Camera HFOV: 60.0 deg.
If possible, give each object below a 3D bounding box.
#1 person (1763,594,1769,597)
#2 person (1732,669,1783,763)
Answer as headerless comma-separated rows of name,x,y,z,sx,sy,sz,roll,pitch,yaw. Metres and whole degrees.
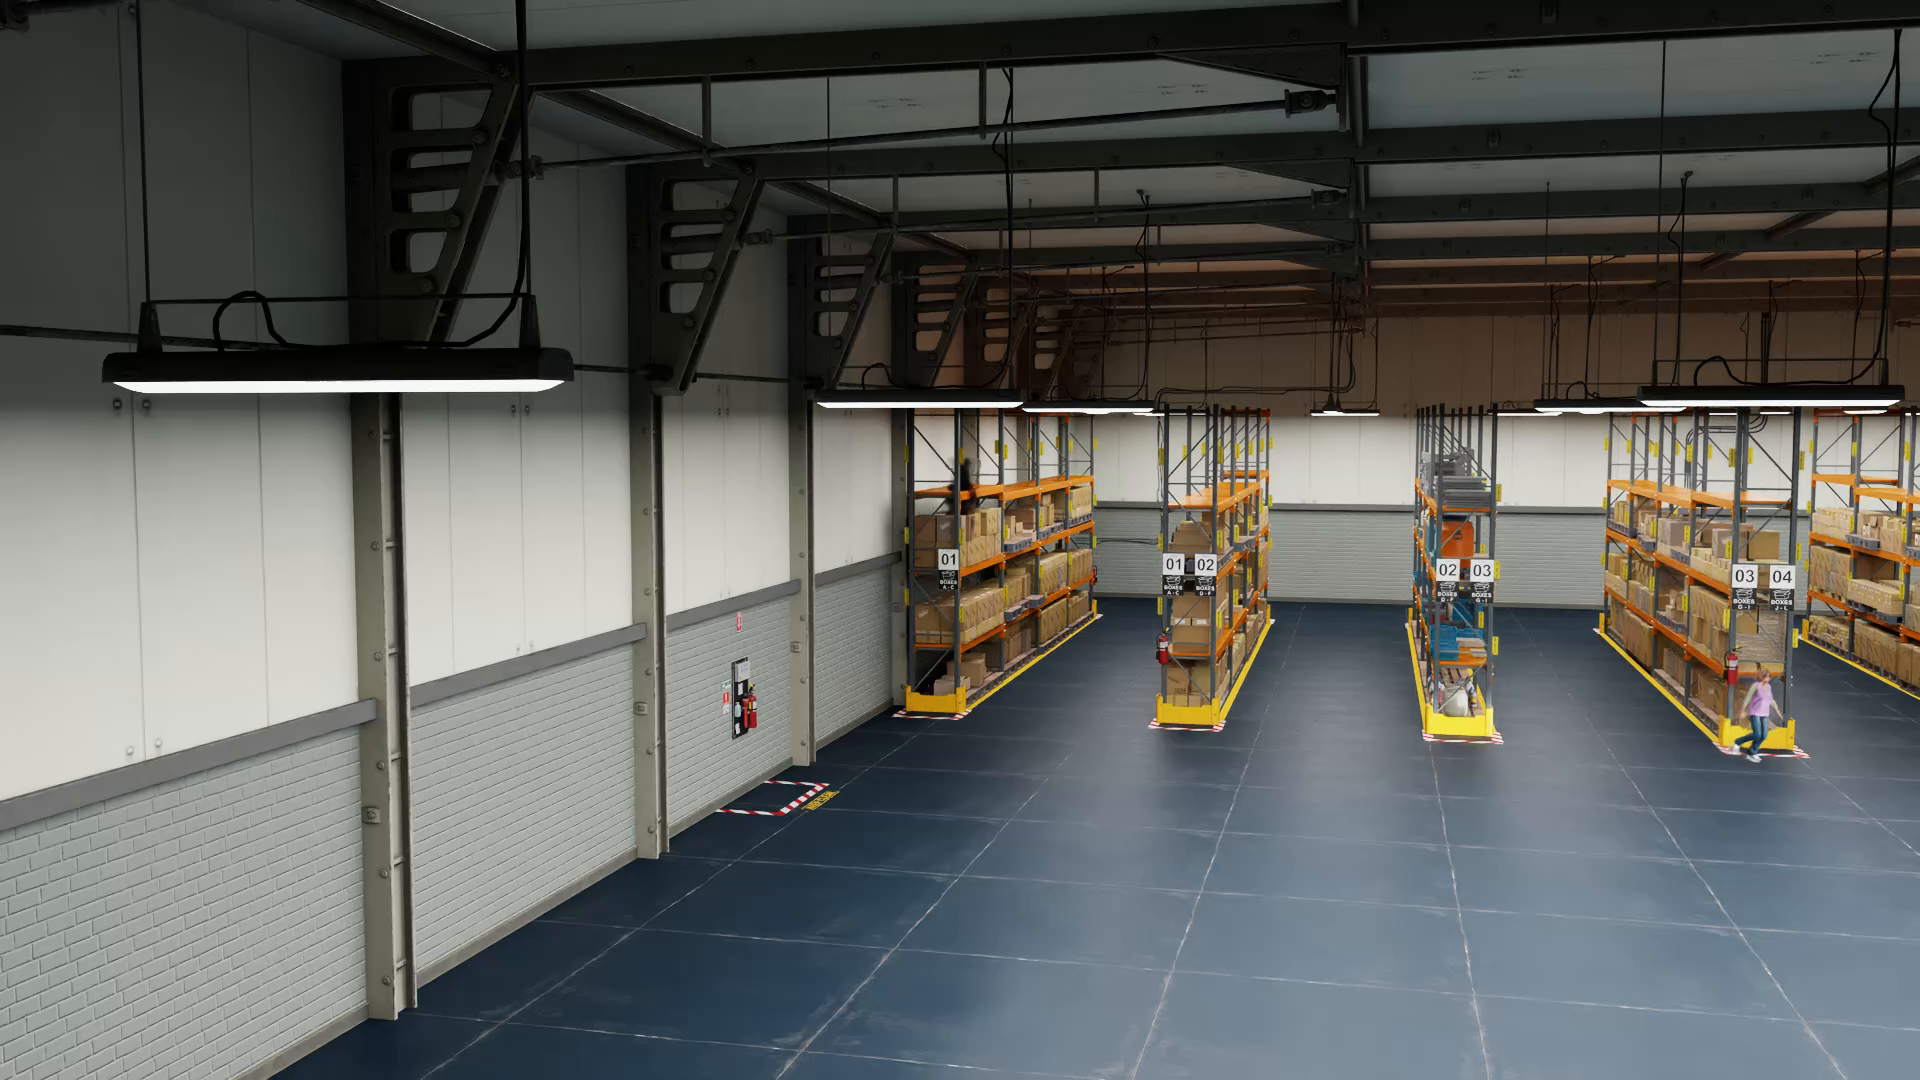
person,20.974,1.687,43.711,0.634,1.774,0.829,2,4,21
person,13.297,2.936,27.758,0.580,1.560,0.637,-2,5,-26
